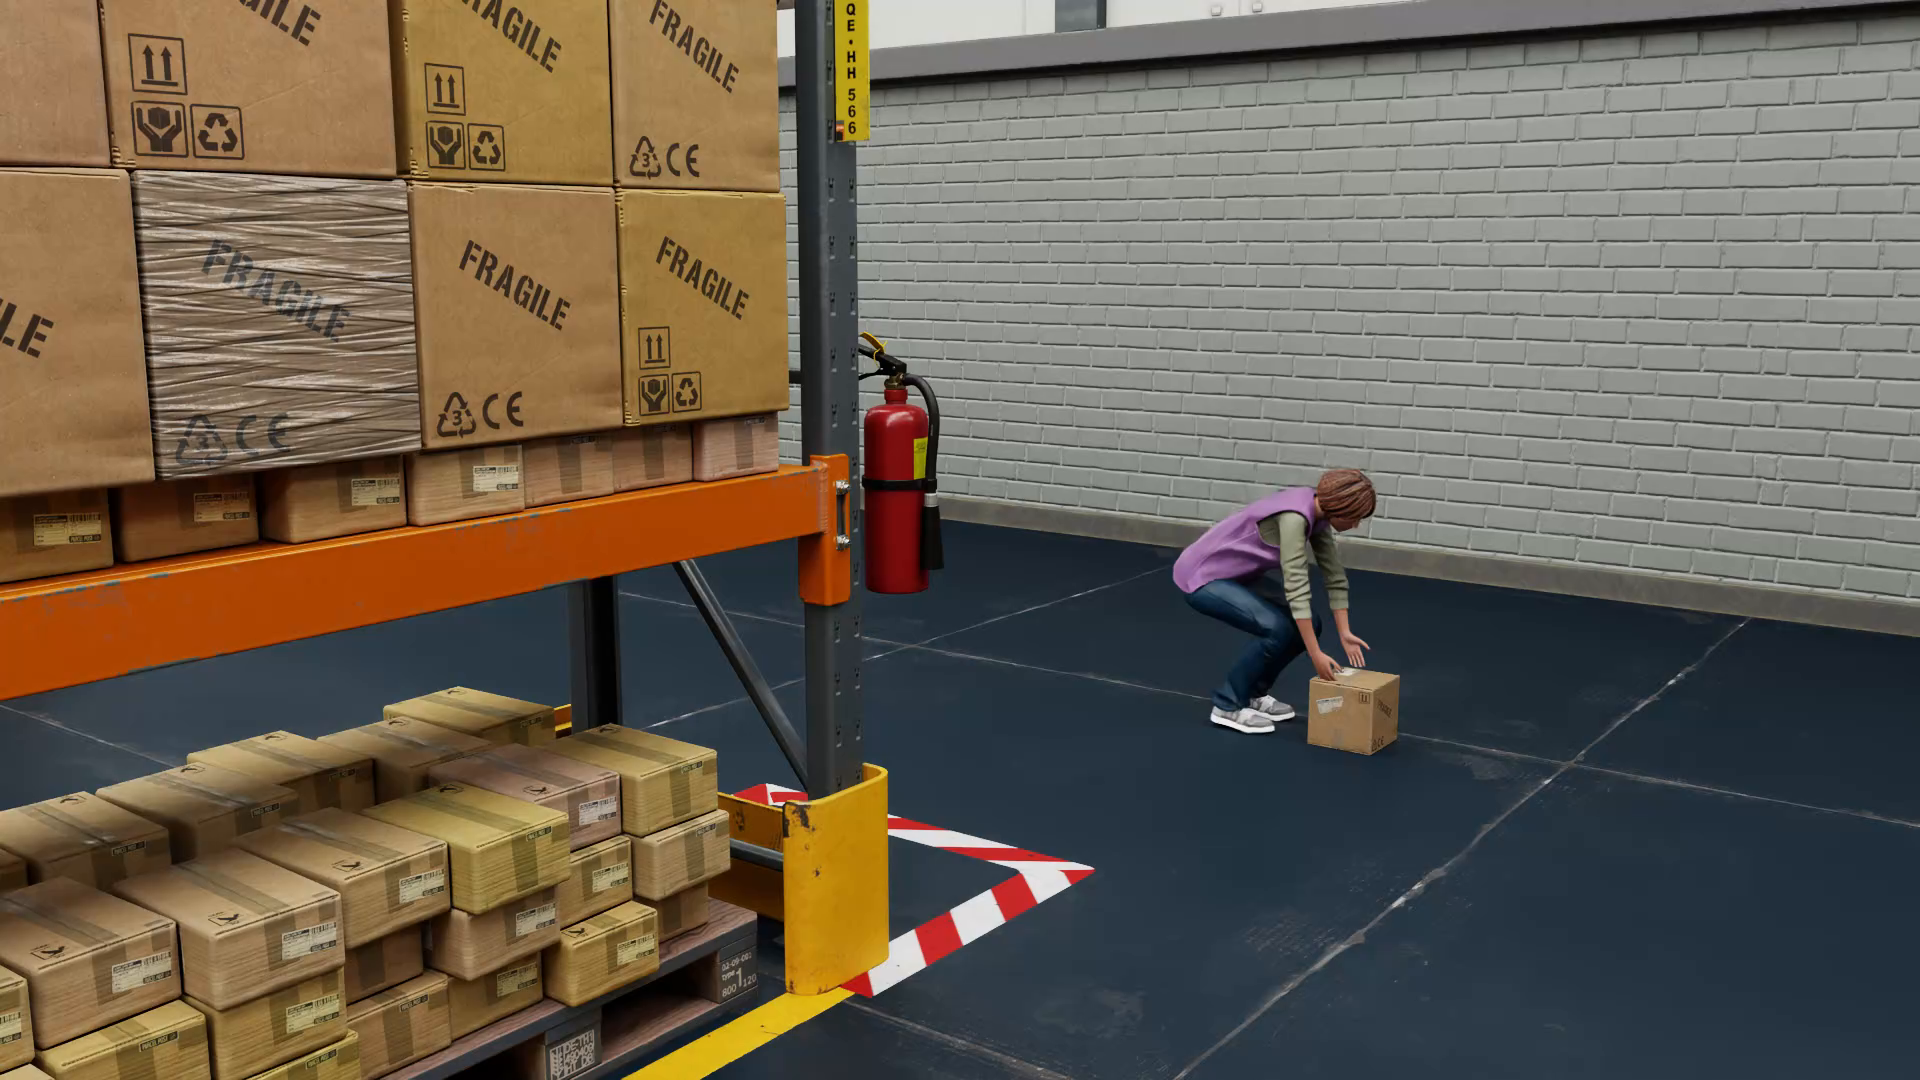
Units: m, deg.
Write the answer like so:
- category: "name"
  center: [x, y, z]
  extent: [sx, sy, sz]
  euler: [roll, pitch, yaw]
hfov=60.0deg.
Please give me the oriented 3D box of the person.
- category: "person"
  center: [1.201, 0.214, 6.380]
  extent: [0.768, 1.023, 0.454]
  euler: [7, 12, 36]
